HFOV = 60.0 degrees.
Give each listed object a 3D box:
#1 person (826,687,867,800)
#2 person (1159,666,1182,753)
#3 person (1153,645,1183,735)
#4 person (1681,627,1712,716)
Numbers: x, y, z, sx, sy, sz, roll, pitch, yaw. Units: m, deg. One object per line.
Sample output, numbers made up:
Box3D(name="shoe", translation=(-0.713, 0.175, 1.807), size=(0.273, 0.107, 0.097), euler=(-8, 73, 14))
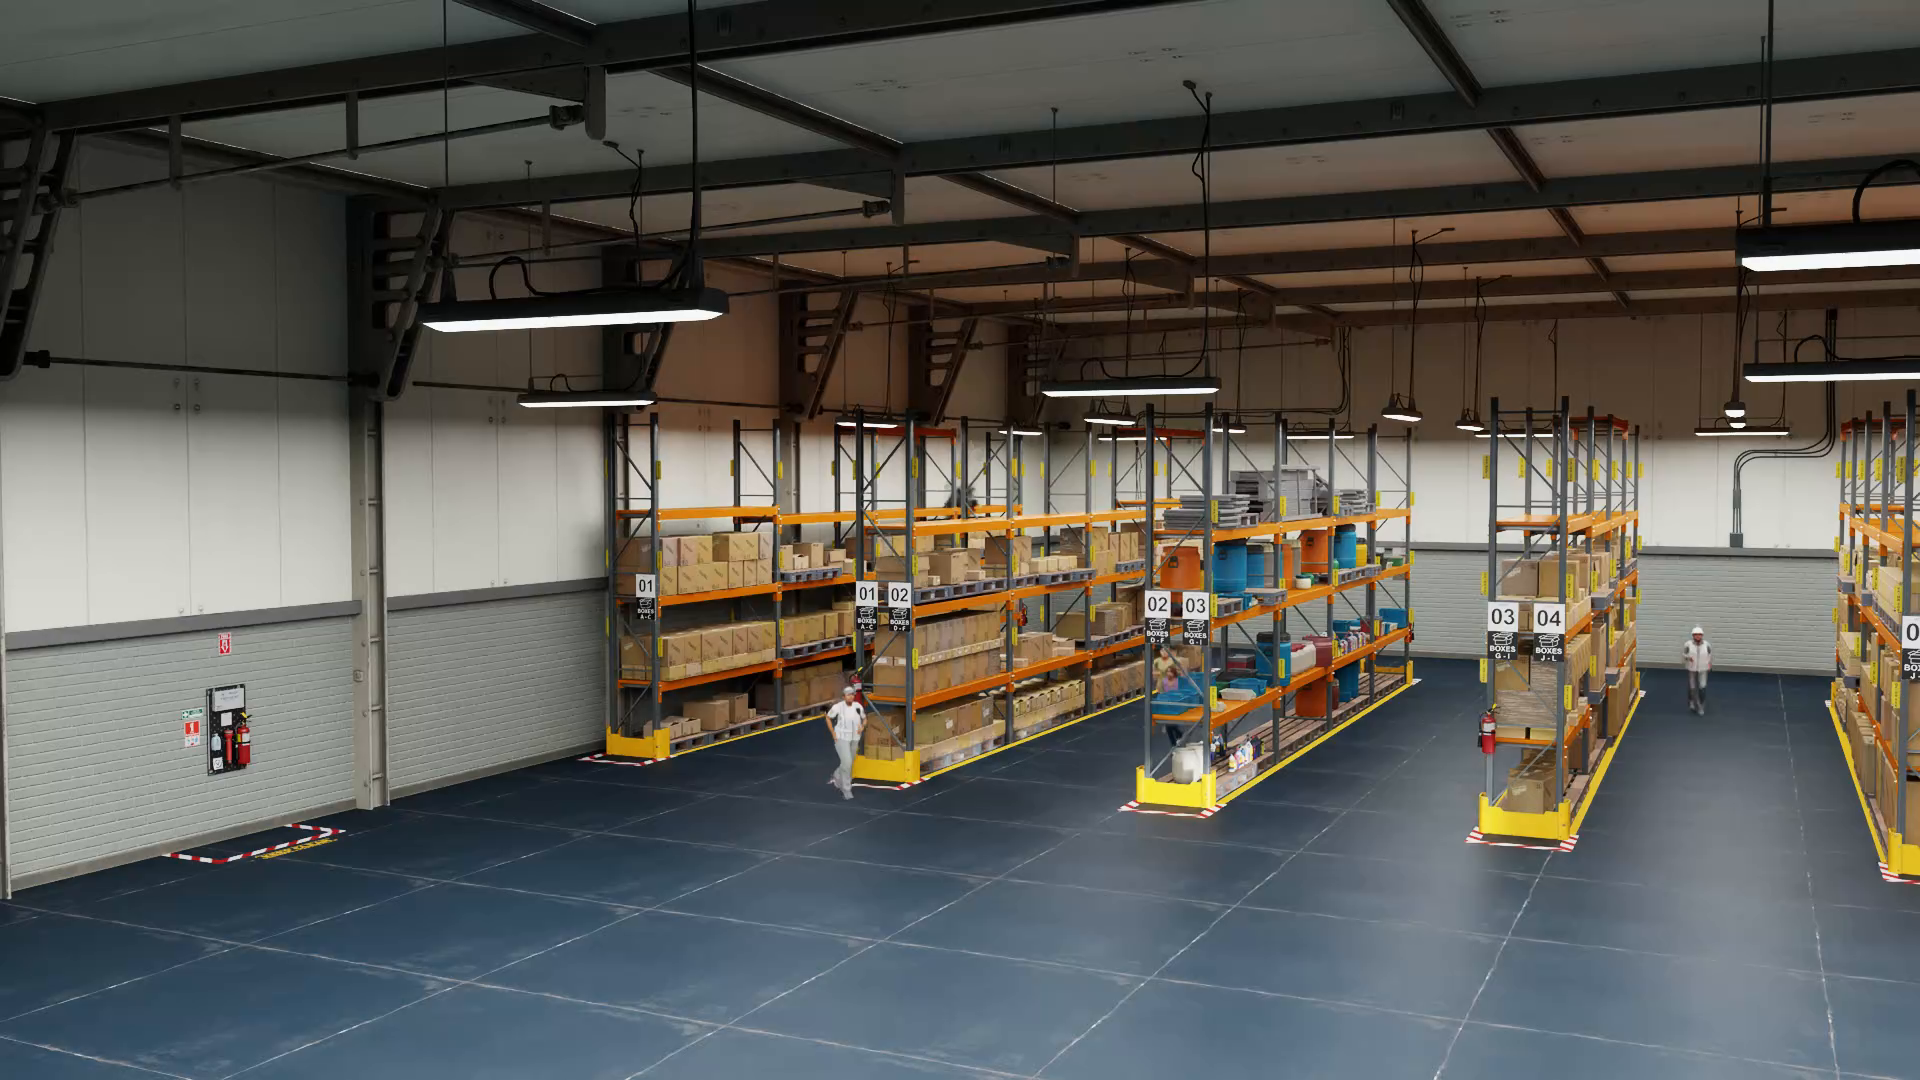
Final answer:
Box3D(name="person", translation=(-1.740, 3.098, 25.638), size=(0.621, 1.700, 0.832), euler=(-2, 3, -33))
Box3D(name="person", translation=(3.741, 2.987, 29.246), size=(0.516, 1.565, 0.600), euler=(1, 3, 26))
Box3D(name="person", translation=(3.949, 2.834, 31.842), size=(0.599, 1.701, 0.821), euler=(1, 2, 14))
Box3D(name="person", translation=(15.161, 2.686, 34.236), size=(0.603, 1.814, 0.913), euler=(1, 3, 21))
